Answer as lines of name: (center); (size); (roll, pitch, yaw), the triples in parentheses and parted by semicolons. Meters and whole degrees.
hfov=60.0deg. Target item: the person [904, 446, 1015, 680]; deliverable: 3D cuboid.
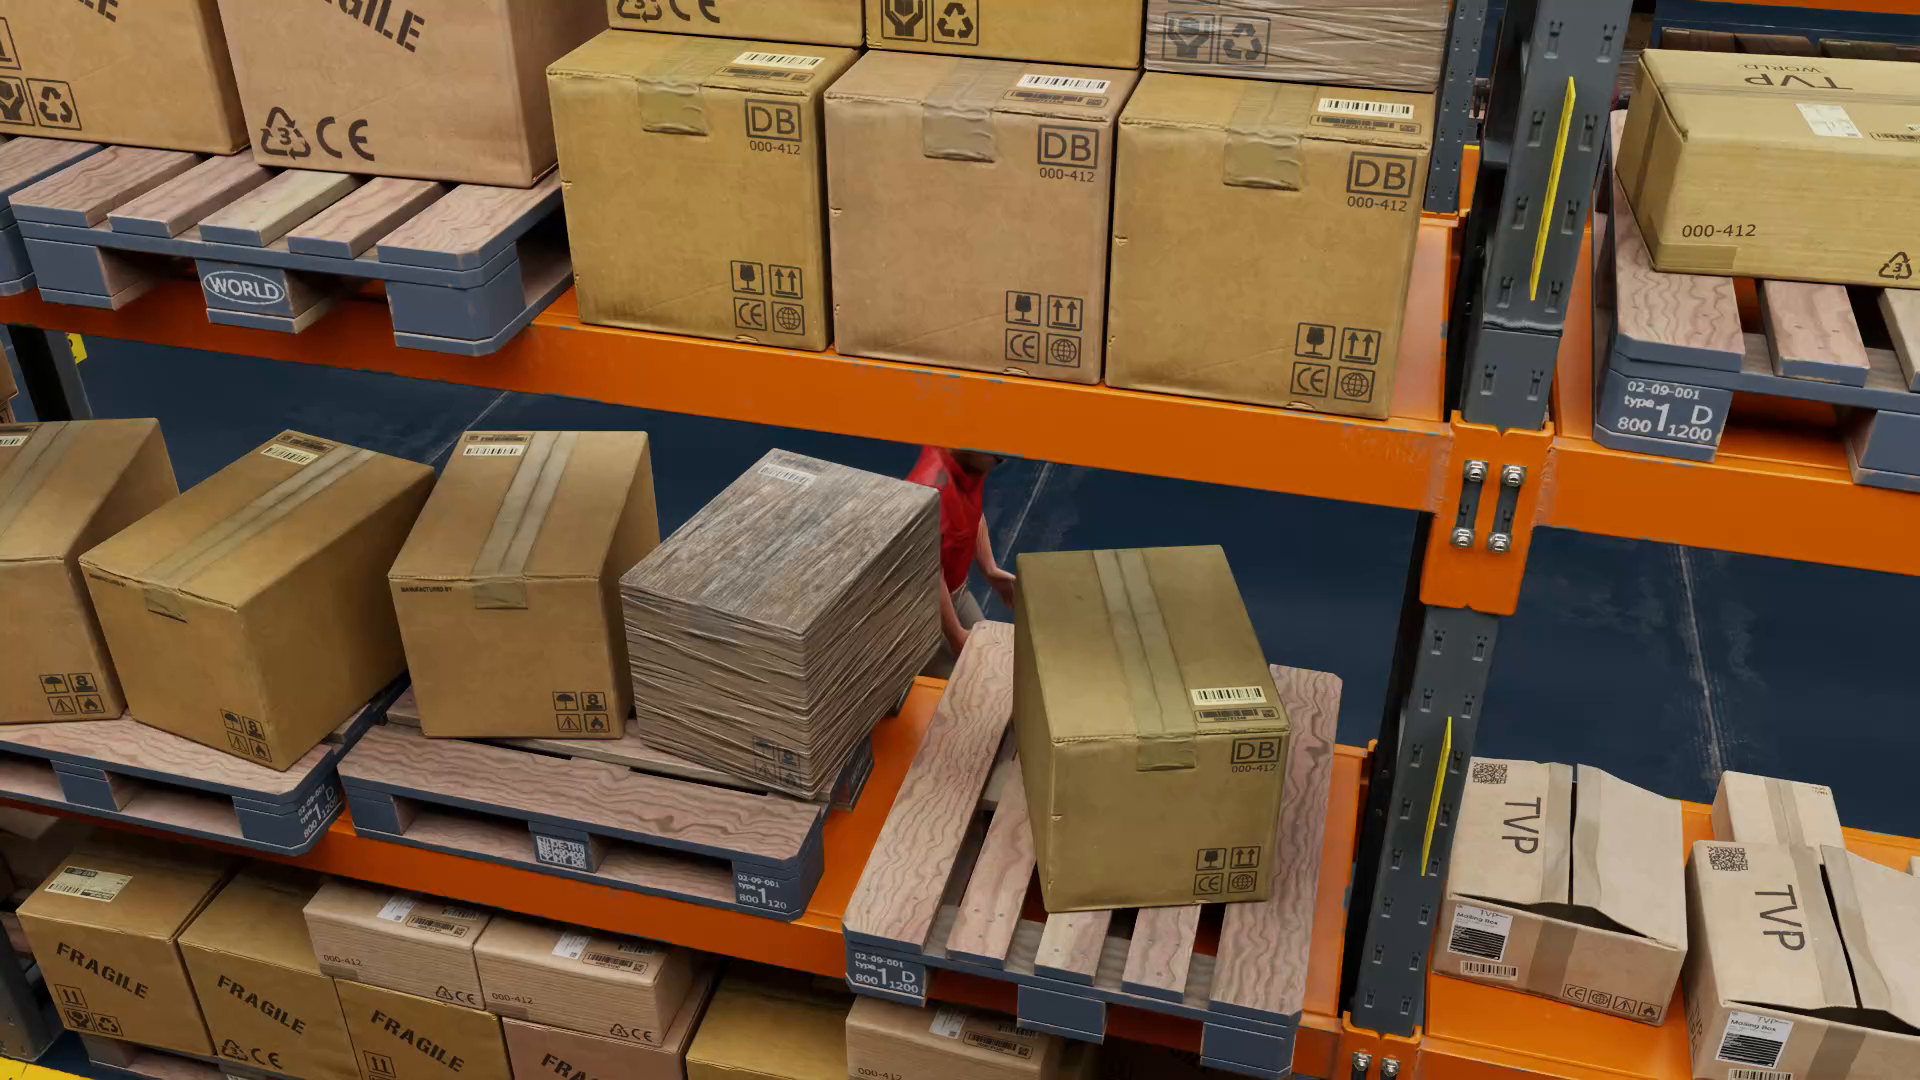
person: (-0.060, 0.218, 5.922); (0.503, 1.624, 0.571); (9, 34, 14)
